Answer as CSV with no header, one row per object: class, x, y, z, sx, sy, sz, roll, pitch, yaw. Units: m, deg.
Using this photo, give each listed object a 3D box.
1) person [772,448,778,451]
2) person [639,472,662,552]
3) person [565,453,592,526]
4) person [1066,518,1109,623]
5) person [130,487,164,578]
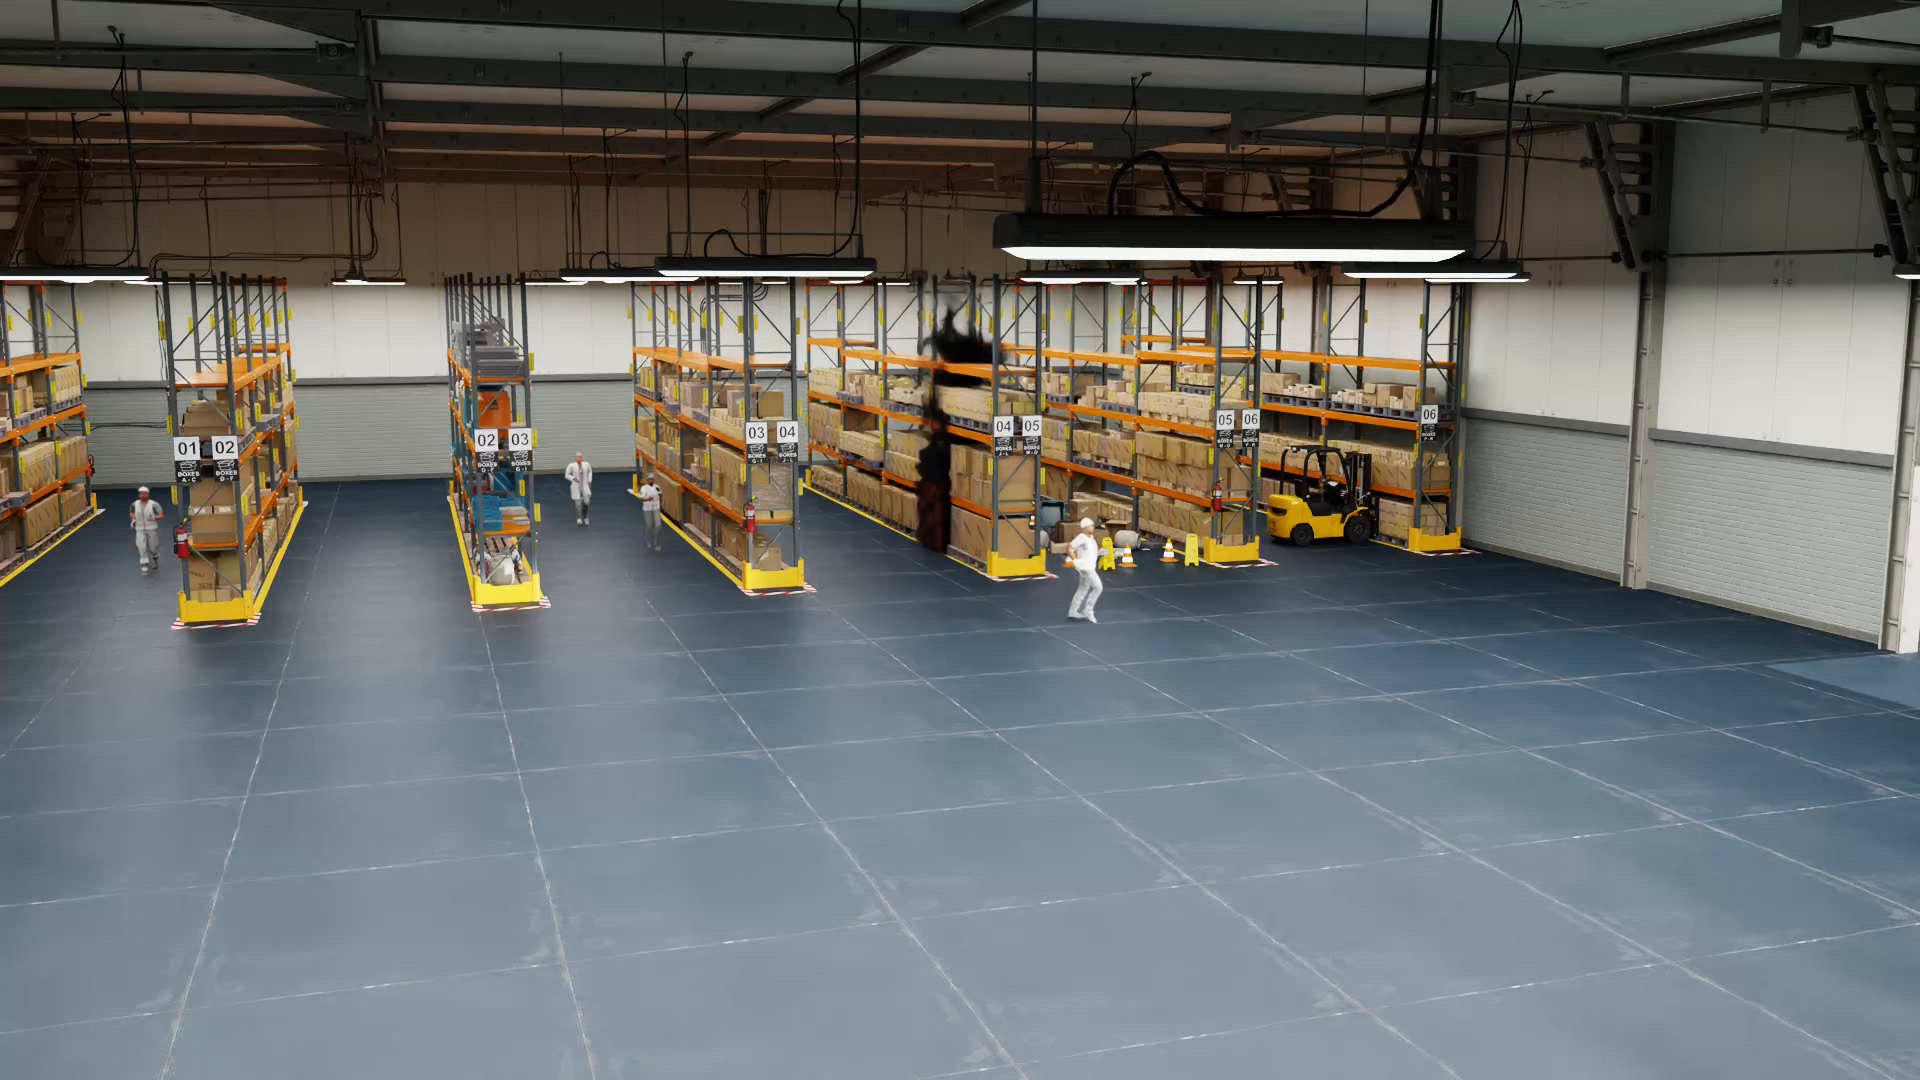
person,-5.277,-2.137,46.962,0.543,1.620,0.756,-1,9,-7
person,-6.772,-0.616,36.580,0.556,1.750,0.714,-3,9,-21
person,-9.237,-1.182,40.427,0.697,1.698,0.761,-4,9,-22
person,2.213,0.525,28.719,0.695,1.815,0.669,2,9,14
person,-16.231,-0.185,33.174,0.654,1.762,0.977,-2,9,-16
